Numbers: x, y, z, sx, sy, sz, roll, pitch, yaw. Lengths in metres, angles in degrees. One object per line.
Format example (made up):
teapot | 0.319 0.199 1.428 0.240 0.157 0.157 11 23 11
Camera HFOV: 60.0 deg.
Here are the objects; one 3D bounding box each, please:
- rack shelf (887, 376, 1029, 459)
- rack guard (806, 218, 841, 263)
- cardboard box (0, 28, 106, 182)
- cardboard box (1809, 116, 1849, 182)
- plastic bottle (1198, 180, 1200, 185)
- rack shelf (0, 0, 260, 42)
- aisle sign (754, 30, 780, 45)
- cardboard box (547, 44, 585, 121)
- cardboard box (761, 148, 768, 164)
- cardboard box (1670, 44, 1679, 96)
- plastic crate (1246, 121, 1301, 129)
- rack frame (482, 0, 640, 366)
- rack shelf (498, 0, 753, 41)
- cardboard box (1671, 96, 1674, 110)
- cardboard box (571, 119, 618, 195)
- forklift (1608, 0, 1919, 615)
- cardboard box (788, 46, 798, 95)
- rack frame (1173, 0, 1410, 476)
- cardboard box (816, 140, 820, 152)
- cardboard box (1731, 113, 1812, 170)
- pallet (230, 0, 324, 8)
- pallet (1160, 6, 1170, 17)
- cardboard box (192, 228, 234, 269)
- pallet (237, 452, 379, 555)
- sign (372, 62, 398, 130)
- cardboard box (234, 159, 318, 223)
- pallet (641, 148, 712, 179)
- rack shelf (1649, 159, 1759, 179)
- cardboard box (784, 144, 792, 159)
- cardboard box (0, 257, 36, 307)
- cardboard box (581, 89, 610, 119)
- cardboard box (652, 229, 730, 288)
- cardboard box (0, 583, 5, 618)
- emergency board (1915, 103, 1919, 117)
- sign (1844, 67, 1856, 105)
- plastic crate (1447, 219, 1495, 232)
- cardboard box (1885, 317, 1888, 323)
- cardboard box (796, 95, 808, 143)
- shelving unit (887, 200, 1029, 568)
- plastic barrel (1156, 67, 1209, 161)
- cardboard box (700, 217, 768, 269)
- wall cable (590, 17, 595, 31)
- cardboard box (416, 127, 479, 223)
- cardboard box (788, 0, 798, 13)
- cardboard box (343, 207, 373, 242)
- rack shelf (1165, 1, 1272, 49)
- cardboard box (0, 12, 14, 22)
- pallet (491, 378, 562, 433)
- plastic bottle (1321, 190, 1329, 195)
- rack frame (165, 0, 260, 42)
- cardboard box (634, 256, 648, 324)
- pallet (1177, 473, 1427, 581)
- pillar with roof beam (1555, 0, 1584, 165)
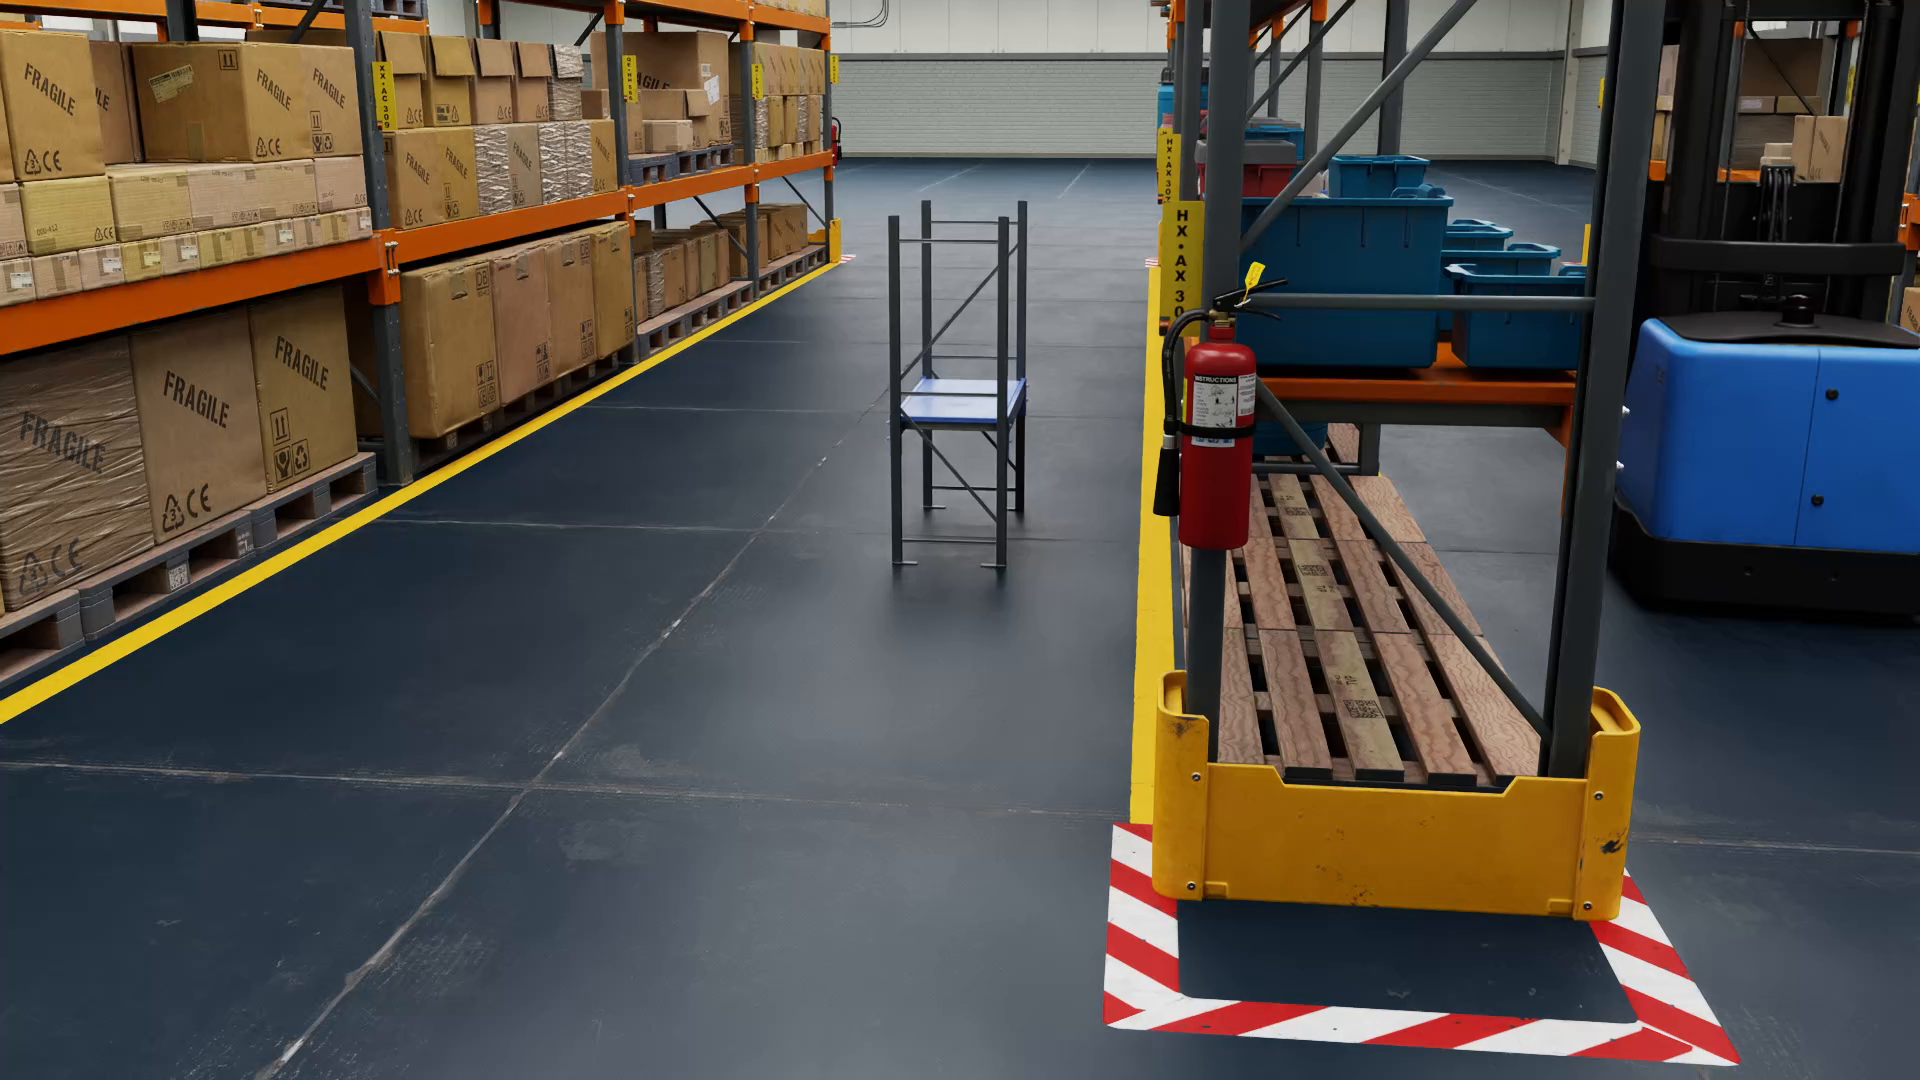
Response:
rack shelf | 0.010 -0.572 7.595 0.538 0.185 1.000 2 15 6
rack guard | -2.040 -3.633 20.139 1.175 0.500 0.348 2 15 6
cardboard box | -3.406 -1.523 5.830 0.500 0.500 0.500 1 15 5
cardboard box | 7.141 -3.112 13.232 0.500 0.500 0.500 2 15 6
plastic bottle | 1.300 -1.747 8.616 0.152 0.276 0.135 2 15 6
rack shelf | -7.626 -4.576 14.470 1.077 0.370 4.000 2 15 6
aisle sign | -2.323 -6.139 19.638 0.394 0.787 0.004 2 15 6
cardboard box | -3.033 -3.128 11.368 0.797 0.503 0.637 2 15 8
cardboard box | -2.119 -3.812 16.493 0.380 0.149 0.250 2 15 6
cardboard box | 7.573 -4.709 16.654 0.700 0.500 0.500 2 15 6
plastic crate | 2.473 -3.079 13.181 0.402 0.464 0.583 2 15 6
rack frame | -2.934 -2.784 12.212 1.000 3.000 0.127 2 15 6
rack shelf | -2.709 -4.404 13.833 1.077 0.370 4.000 2 15 6
cardboard box | 7.349 -4.365 16.625 0.380 0.149 0.250 2 15 8
cardboard box | -2.744 -2.697 11.698 0.500 0.500 0.500 2 15 8
forklift | 3.544 -1.470 7.484 1.130 2.935 3.031 4 16 13
cardboard box | -2.022 -4.995 17.710 0.500 0.500 0.500 2 15 6
rack frame | 1.536 -1.601 7.836 1.000 3.000 0.127 2 15 6
cardboard box | -1.859 -4.658 19.622 0.380 0.149 0.250 2 15 6
cardboard box | 7.403 -3.692 15.379 0.700 0.500 0.500 1 15 5
pallet | -7.297 -5.611 17.089 1.003 0.211 1.213 2 15 6
pallet | 2.699 -5.858 18.196 1.003 0.211 1.213 2 15 6
cardboard box | -3.239 -1.203 6.847 0.380 0.149 0.250 1 15 5
pallet | -3.549 -0.206 8.018 1.003 0.211 1.213 2 15 6
sign | -2.834 -2.187 8.193 0.100 0.325 0.005 2 15 6
cardboard box | -3.231 -1.561 7.407 0.500 0.250 0.500 2 15 8
pallet | -2.752 -3.206 14.140 1.003 0.211 1.213 2 15 6
rack shelf | 7.585 -3.700 16.978 1.077 0.370 4.000 2 15 6
cardboard box | -2.004 -4.137 17.695 0.380 0.149 0.250 2 15 6
cardboard box | -3.385 -0.871 5.618 0.380 0.149 0.250 1 15 5
cardboard box | -2.913 -3.176 12.666 0.500 0.500 0.500 0 15 -1
cardboard box | -2.574 -2.669 15.731 0.700 0.500 0.500 1 15 2
cardboard box | -3.844 -0.055 5.384 0.875 0.875 0.875 2 15 6
emergency board | 14.508 -6.410 25.622 0.194 1.169 0.643 2 15 6
sign | 7.900 -4.036 14.775 0.100 0.325 0.005 2 15 6
plastic crate | 1.622 -0.985 5.765 0.416 0.233 0.300 2 15 6
cardboard box | 6.725 -1.510 11.965 0.500 0.250 0.500 2 15 8
cardboard box | -2.158 -4.647 18.341 0.875 0.500 0.500 2 15 6
shelving unit | 0.010 -0.746 7.548 0.538 1.500 1.048 2 15 6
plastic barrel | 2.094 -3.826 15.106 0.600 0.901 0.708 2 15 6
cardboard box | -2.341 -3.069 17.250 0.500 0.500 0.500 7 17 24
wall cable | -12.753 -15.045 52.011 3.097 2.526 0.112 2 15 6
cardboard box | -3.030 -2.037 9.258 0.500 0.500 0.500 2 15 6
cardboard box | -2.005 -5.709 17.570 0.500 0.250 0.500 1 15 5
cardboard box | -3.095 -1.537 8.080 0.380 0.149 0.250 2 15 7
rack shelf | 2.664 -5.295 17.130 1.077 0.370 4.000 2 15 6
cardboard box | -11.636 -6.311 19.991 0.380 0.149 0.250 2 15 7
pallet | -3.238 -0.920 10.661 1.003 0.211 1.213 2 15 6
plastic bottle | 1.882 -1.707 8.611 0.097 0.201 0.097 0 15 0
rack frame | -7.400 -3.994 16.686 1.000 3.000 0.127 2 15 6
cardboard box | -2.879 -1.964 13.126 0.700 0.500 0.500 1 15 3
pallet | 1.491 -0.063 7.490 1.003 0.211 1.213 2 15 6
pillar with roof beam | 12.622 -15.018 45.962 9.100 9.000 0.400 2 15 6
